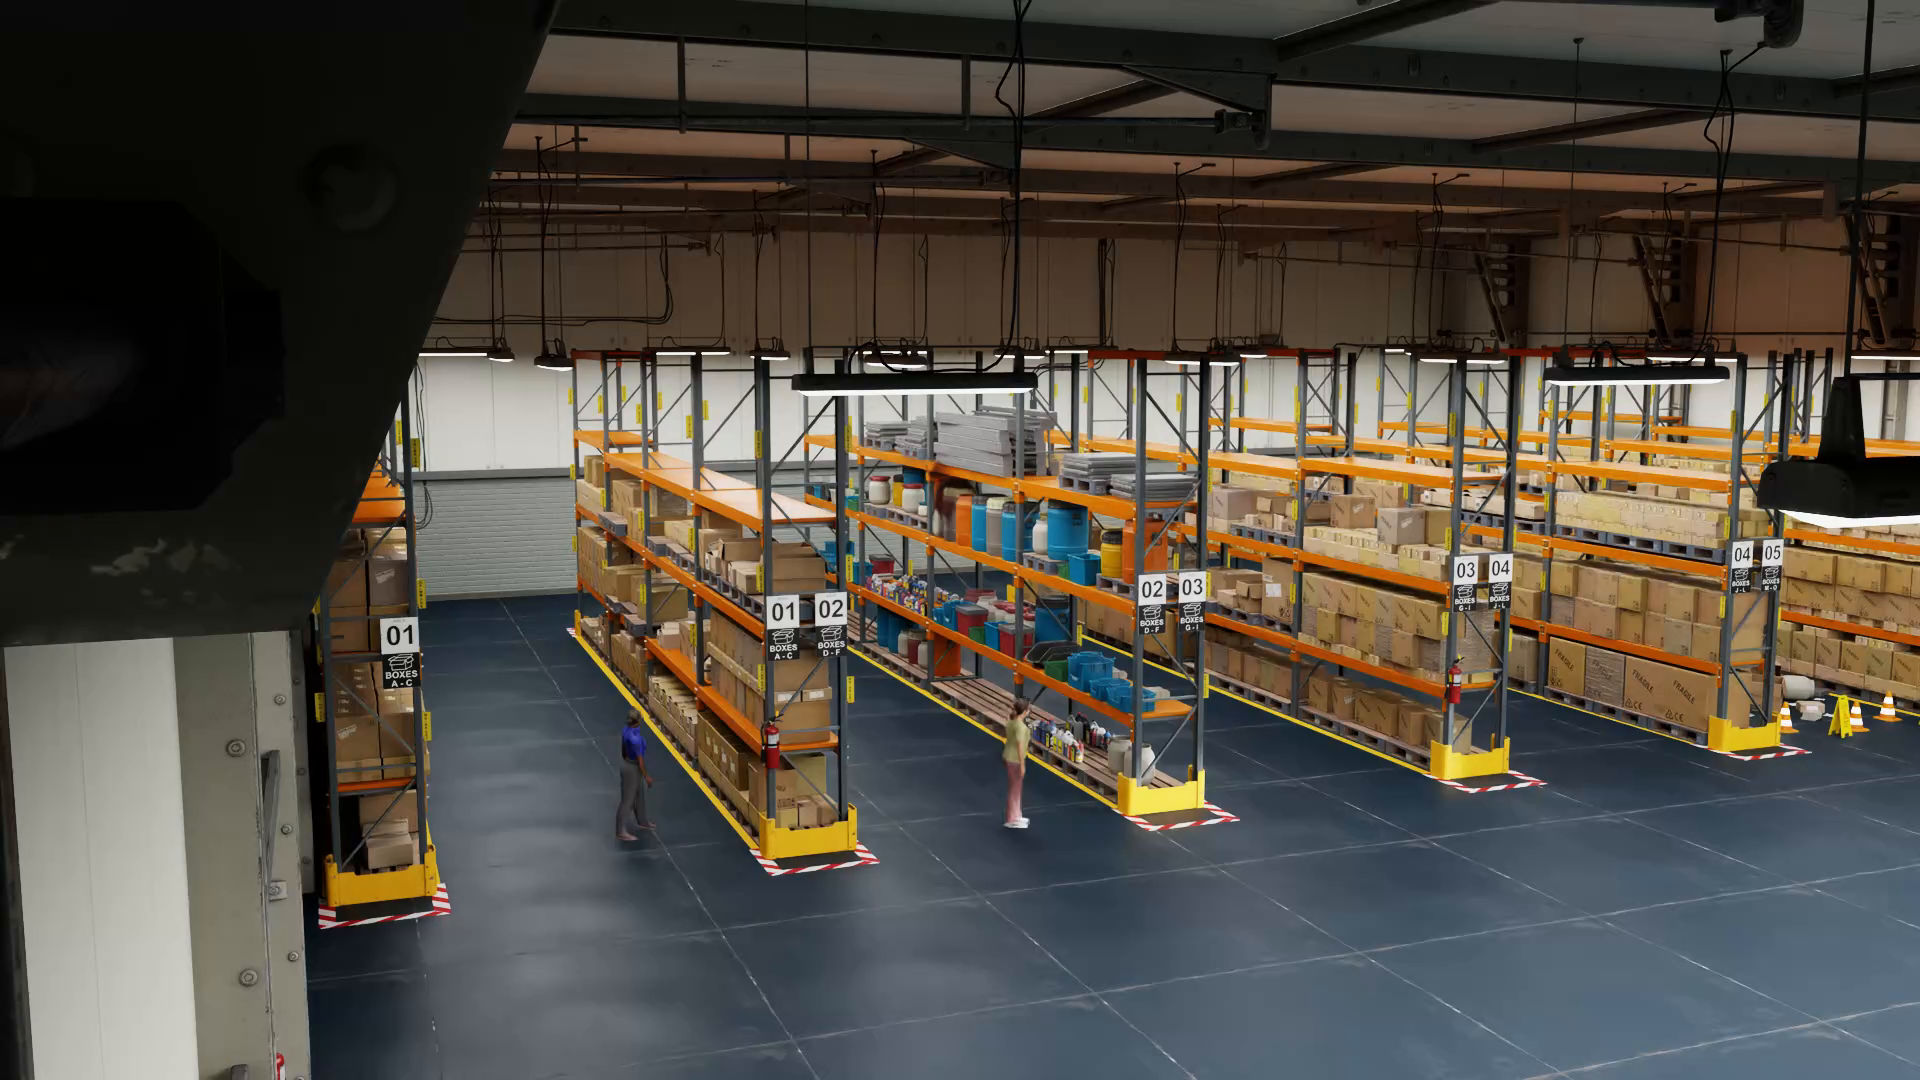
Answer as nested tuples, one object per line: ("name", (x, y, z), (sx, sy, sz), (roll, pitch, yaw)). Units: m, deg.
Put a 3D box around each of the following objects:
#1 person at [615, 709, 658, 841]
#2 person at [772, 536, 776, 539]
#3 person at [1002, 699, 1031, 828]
("person", (-4.093, 2.925, 20.954), (0.560, 1.676, 0.647), (-2, 7, -14))
("person", (-4.231, 0.807, 37.422), (0.432, 1.800, 0.630), (2, 7, 13))
("person", (0.756, 2.865, 21.356), (0.386, 1.684, 0.477), (-2, 7, -17))
